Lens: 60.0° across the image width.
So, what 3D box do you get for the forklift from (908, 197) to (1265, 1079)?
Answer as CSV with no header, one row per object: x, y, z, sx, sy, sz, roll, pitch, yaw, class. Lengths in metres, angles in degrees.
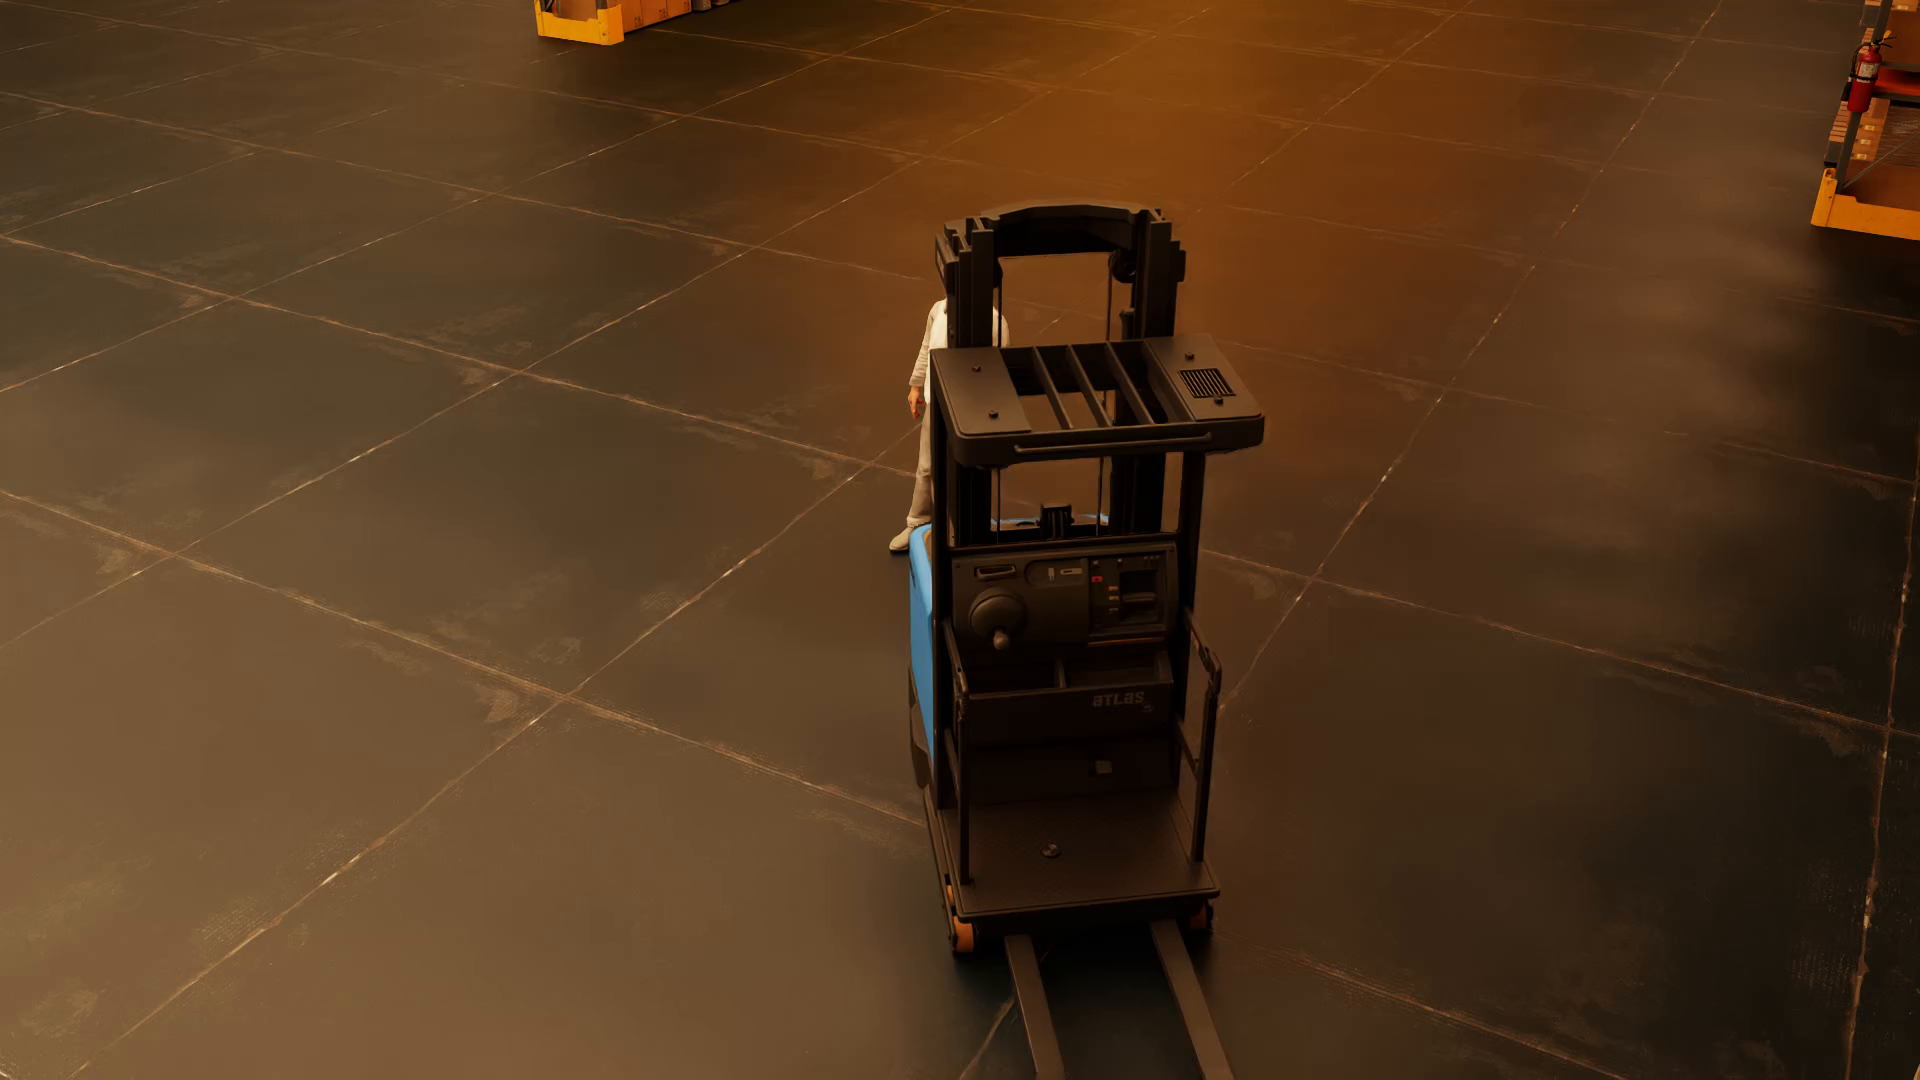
0.465,0.279,6.587,1.130,2.935,3.031,-4,30,-7,forklift

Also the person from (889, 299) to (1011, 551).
-0.037,-0.749,9.511,0.633,1.775,0.566,15,33,25,person
